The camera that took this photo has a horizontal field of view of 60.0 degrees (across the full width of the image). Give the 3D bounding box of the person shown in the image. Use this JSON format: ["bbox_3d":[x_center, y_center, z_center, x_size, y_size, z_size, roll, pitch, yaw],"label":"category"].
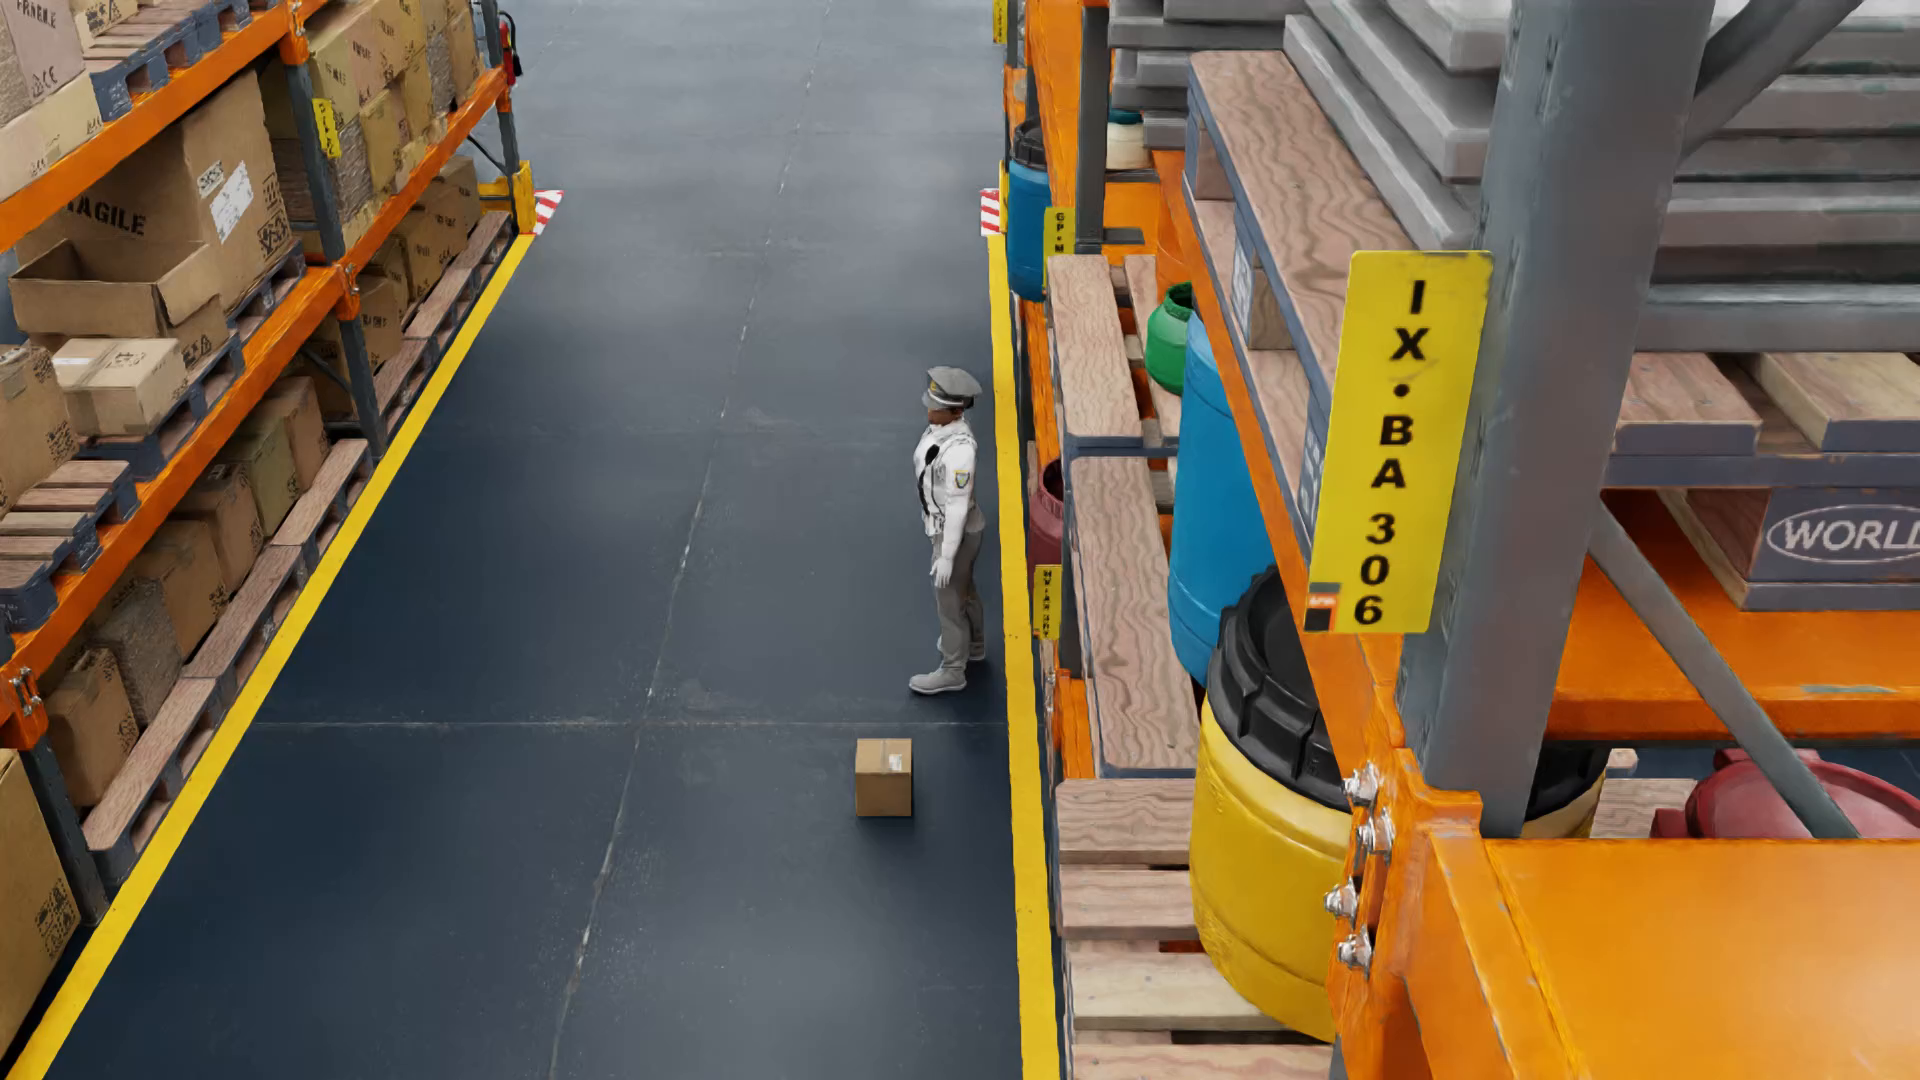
[{"bbox_3d":[-0.058,-0.031,7.935,0.417,1.684,0.599,-4,32,-6],"label":"person"}]
